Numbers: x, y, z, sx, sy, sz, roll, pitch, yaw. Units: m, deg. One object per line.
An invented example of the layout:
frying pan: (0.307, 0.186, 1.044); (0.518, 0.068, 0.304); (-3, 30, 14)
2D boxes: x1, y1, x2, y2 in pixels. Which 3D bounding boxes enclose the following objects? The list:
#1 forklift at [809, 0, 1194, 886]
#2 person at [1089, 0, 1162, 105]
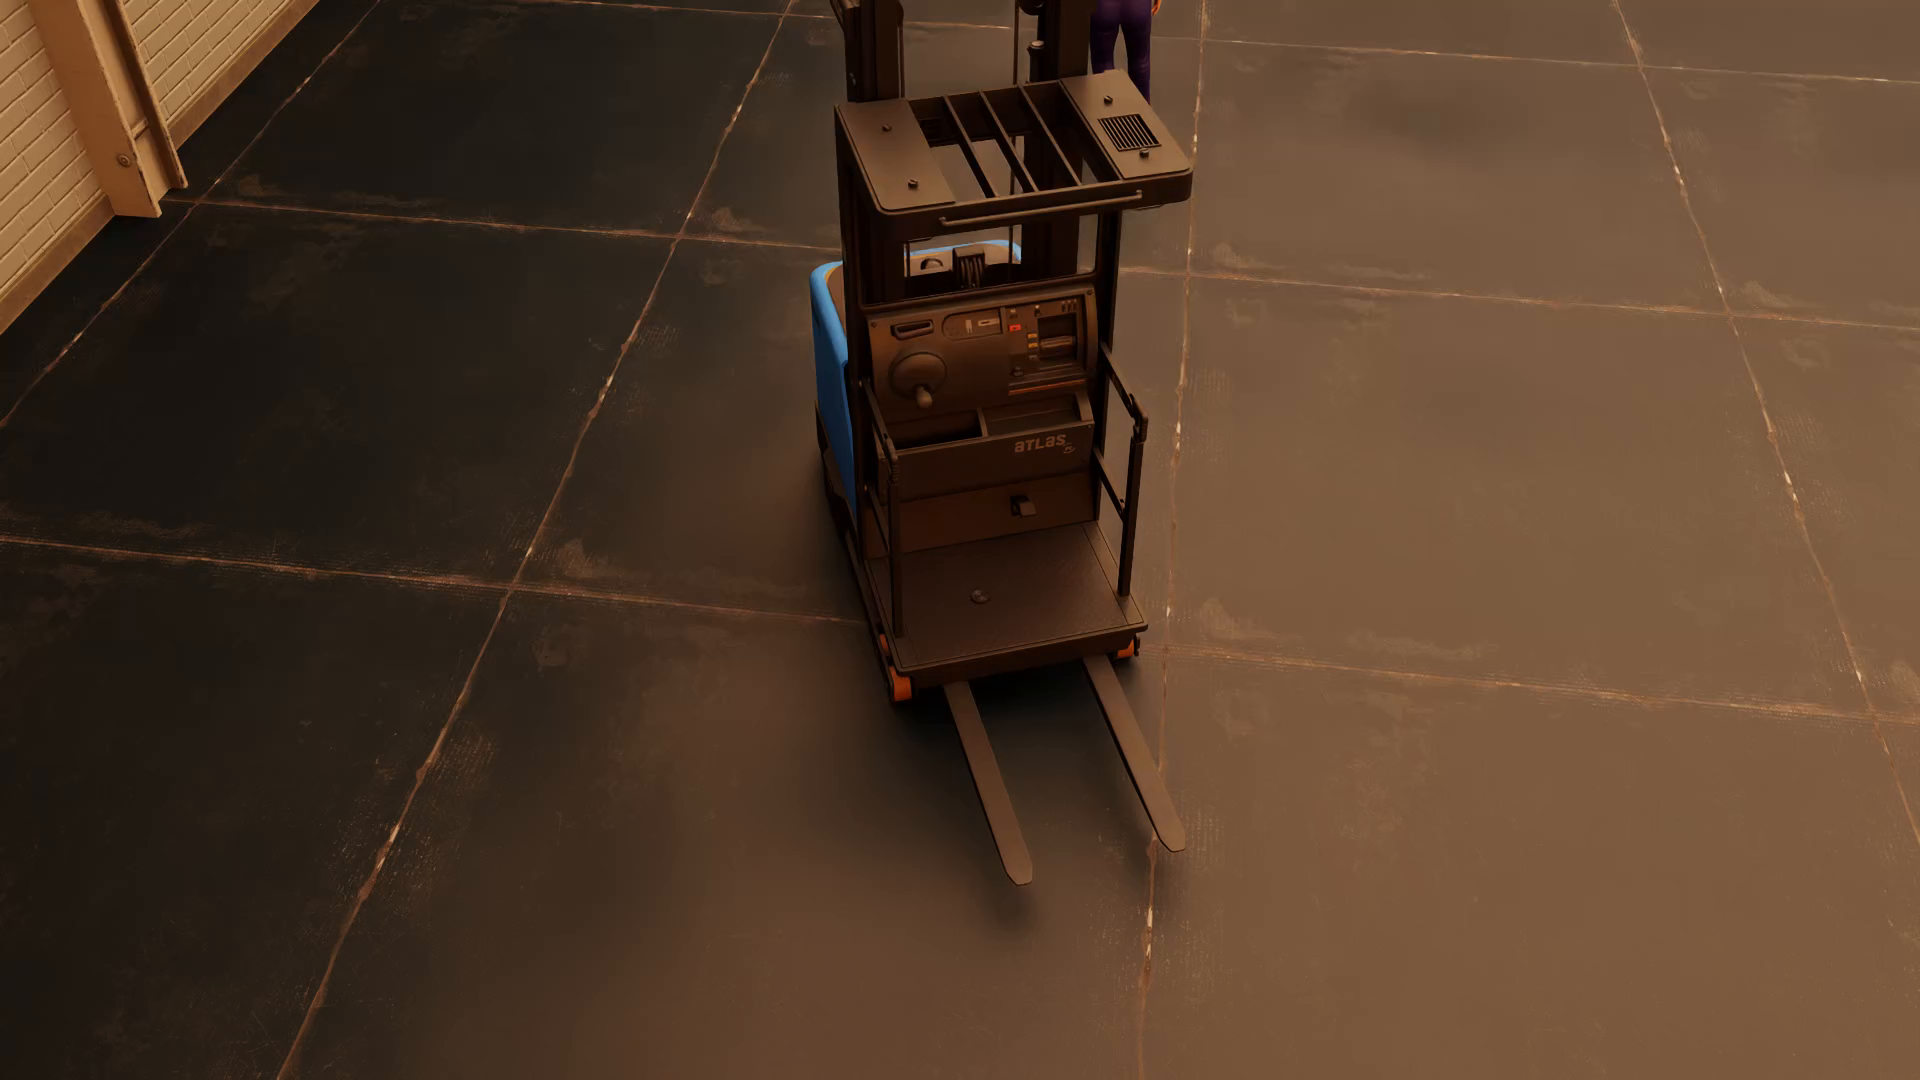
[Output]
forklift: (0.153, -0.681, 6.465); (1.130, 2.935, 3.031); (-10, 44, -11)
person: (0.980, -3.343, 10.301); (0.597, 1.651, 0.502); (-5, 43, -5)
